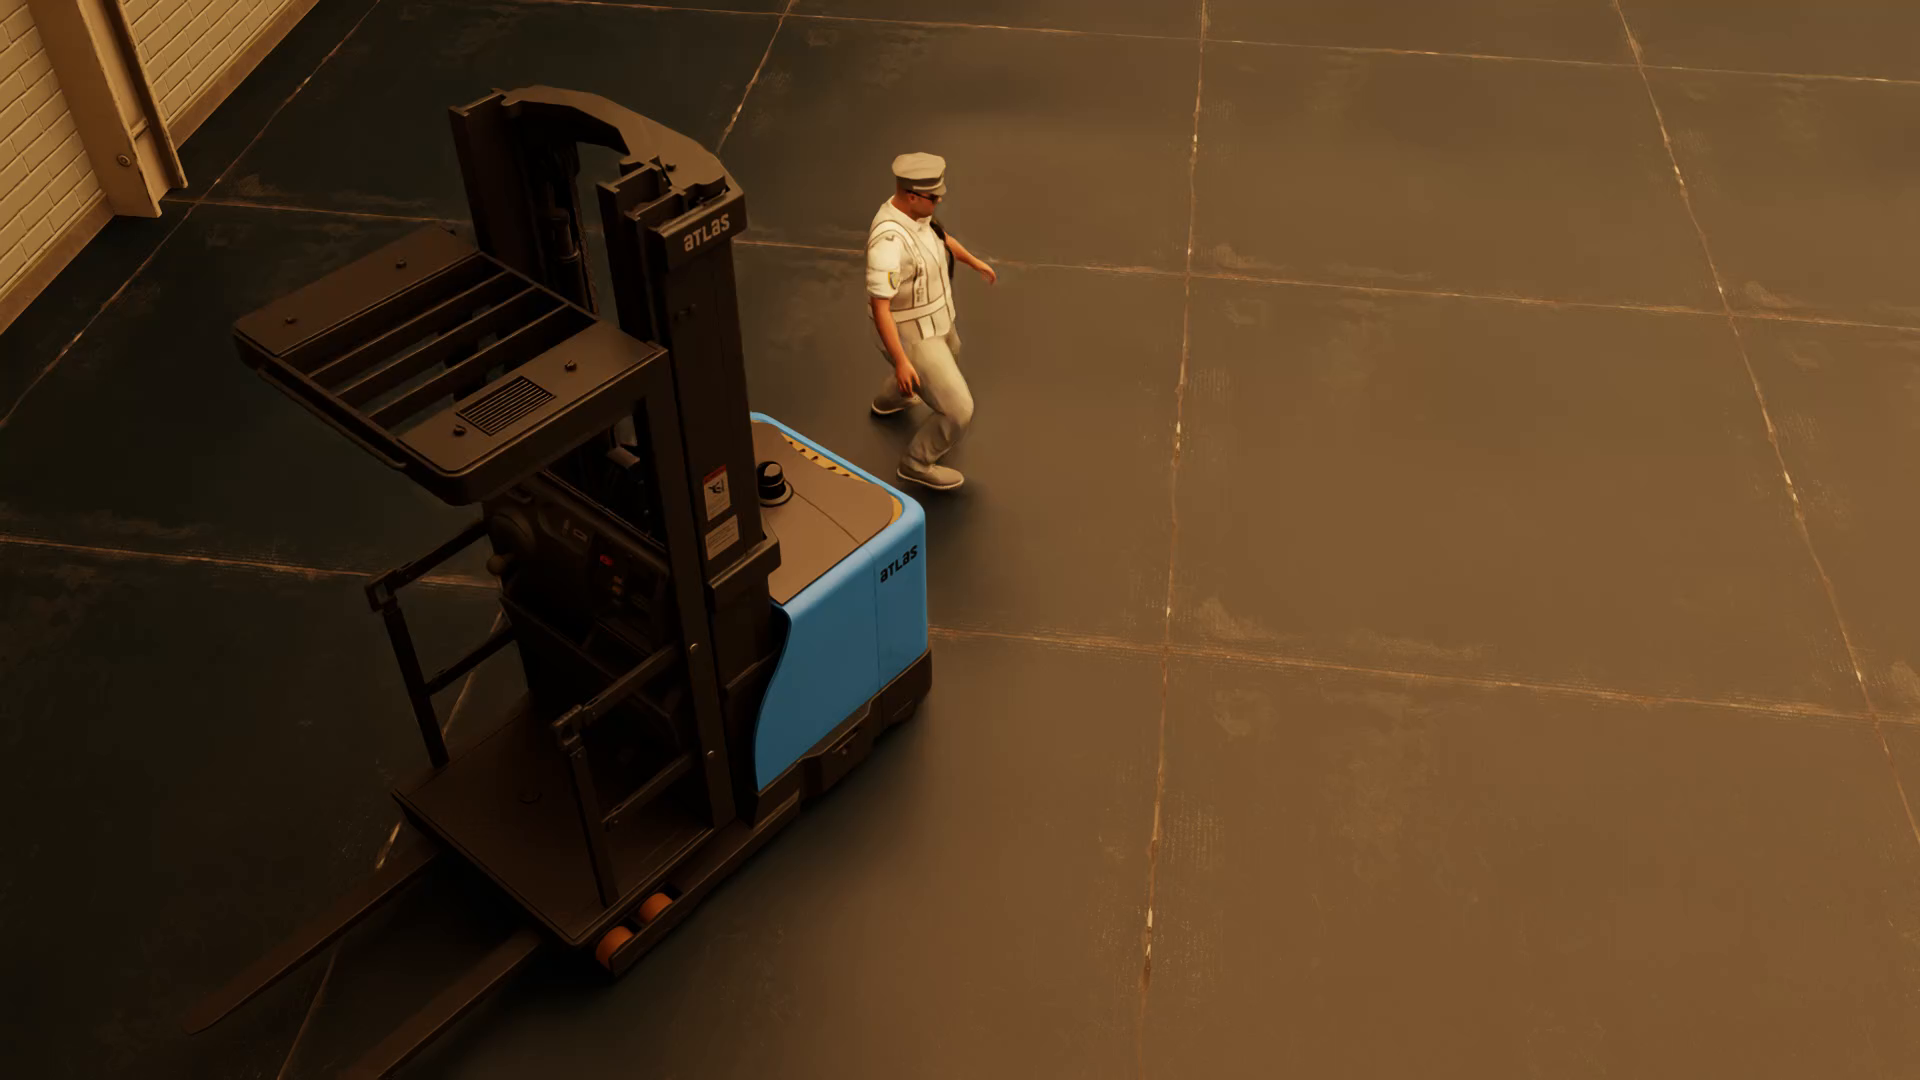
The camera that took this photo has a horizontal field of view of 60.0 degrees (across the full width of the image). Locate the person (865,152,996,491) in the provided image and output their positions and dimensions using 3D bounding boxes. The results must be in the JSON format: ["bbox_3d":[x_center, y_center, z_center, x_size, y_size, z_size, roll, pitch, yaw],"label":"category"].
[{"bbox_3d":[-0.178,-1.063,7.881,0.671,1.634,0.972,11,44,11],"label":"person"}]

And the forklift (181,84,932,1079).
[{"bbox_3d":[-1.456,0.126,5.587,1.130,2.935,3.031,30,50,28],"label":"forklift"}]
